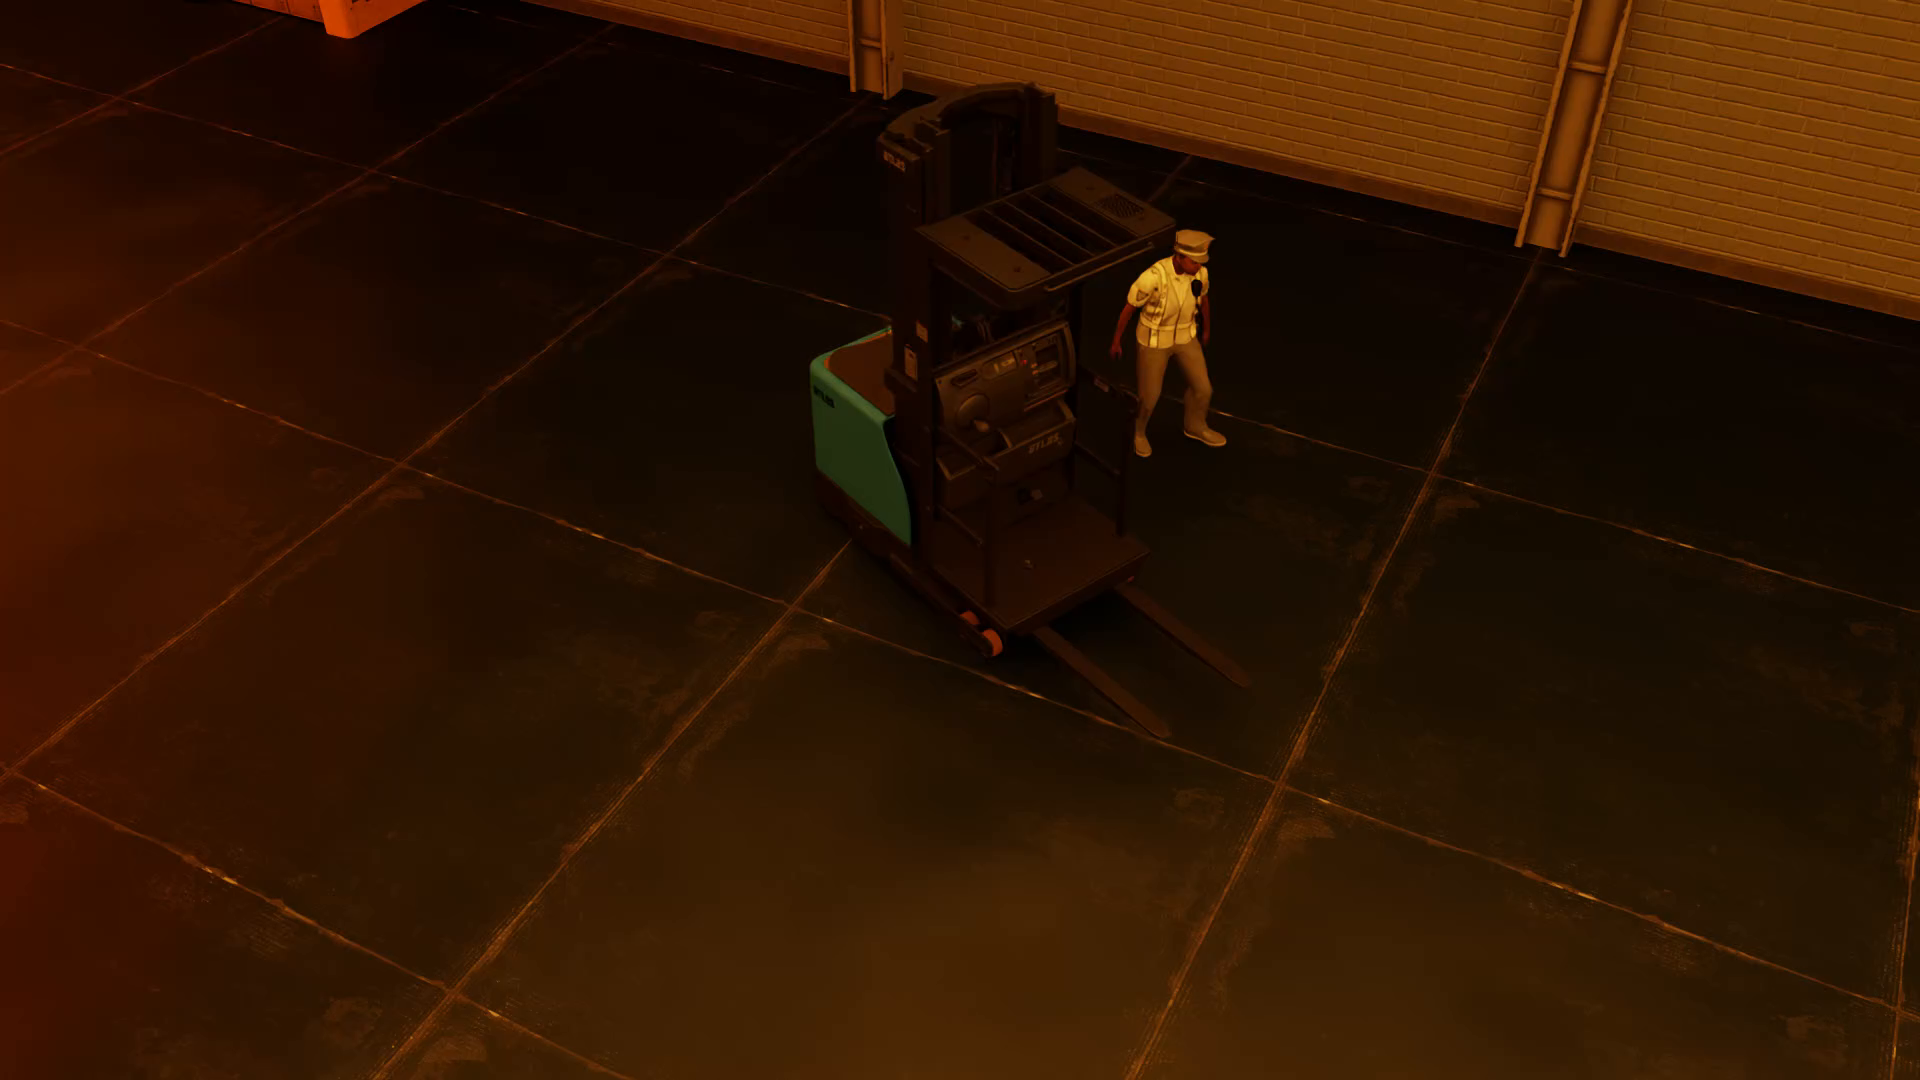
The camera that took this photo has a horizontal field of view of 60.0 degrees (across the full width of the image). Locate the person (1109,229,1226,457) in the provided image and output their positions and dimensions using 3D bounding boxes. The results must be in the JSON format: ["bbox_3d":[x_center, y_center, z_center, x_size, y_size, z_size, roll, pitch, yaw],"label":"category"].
[{"bbox_3d":[1.347,-1.248,10.494,0.791,1.631,0.411,-13,42,-15],"label":"person"}]

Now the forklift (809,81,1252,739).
[{"bbox_3d":[0.388,-0.814,8.953,1.130,2.935,3.031,-27,47,-28],"label":"forklift"}]
